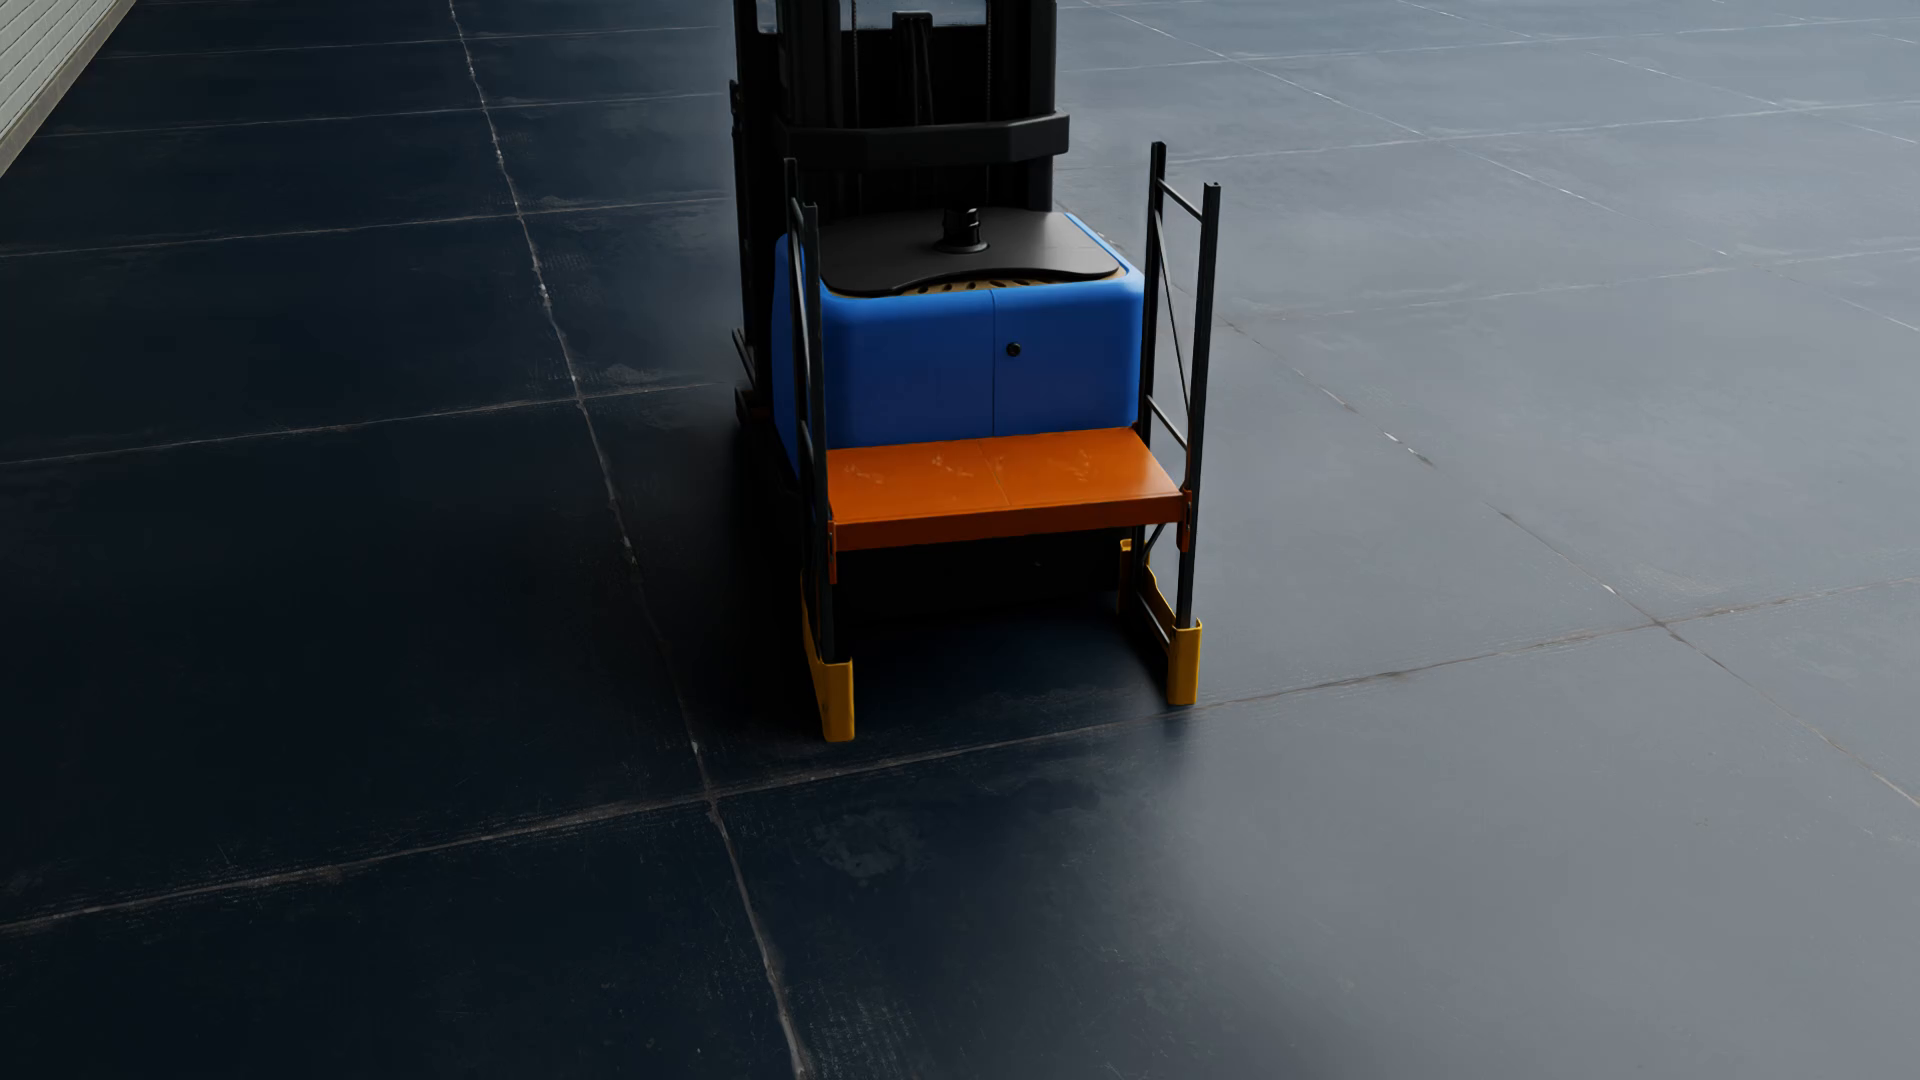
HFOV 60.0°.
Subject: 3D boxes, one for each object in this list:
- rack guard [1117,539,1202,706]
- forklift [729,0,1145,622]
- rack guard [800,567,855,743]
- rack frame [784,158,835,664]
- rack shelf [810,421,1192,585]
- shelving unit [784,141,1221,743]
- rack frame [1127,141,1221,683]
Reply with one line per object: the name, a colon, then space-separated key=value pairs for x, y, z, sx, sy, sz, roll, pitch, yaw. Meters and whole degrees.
rack guard: x=0.591 y=0.237 z=4.992 sx=0.087 sy=0.250 sz=0.587 roll=-5 pitch=27 yaw=-10
forklift: x=-0.272 y=-1.697 z=5.873 sx=1.130 sy=2.935 sz=3.031 roll=-6 pitch=27 yaw=-13
rack guard: x=-0.387 y=0.322 z=4.820 sx=0.087 sy=0.250 sz=0.587 roll=-5 pitch=27 yaw=-10
rack frame: x=-0.406 y=-0.236 z=4.538 sx=0.032 sy=1.500 sz=0.500 roll=-5 pitch=27 yaw=-10
rack shelf: x=0.093 y=-0.118 z=4.706 sx=1.000 sy=0.185 sz=0.538 roll=-5 pitch=27 yaw=-10
shelving unit: x=0.102 y=-0.280 z=4.628 sx=1.083 sy=1.500 sz=0.587 roll=-5 pitch=27 yaw=-10
rack frame: x=0.592 y=-0.323 z=4.714 sx=0.032 sy=1.500 sz=0.500 roll=-5 pitch=27 yaw=-10
